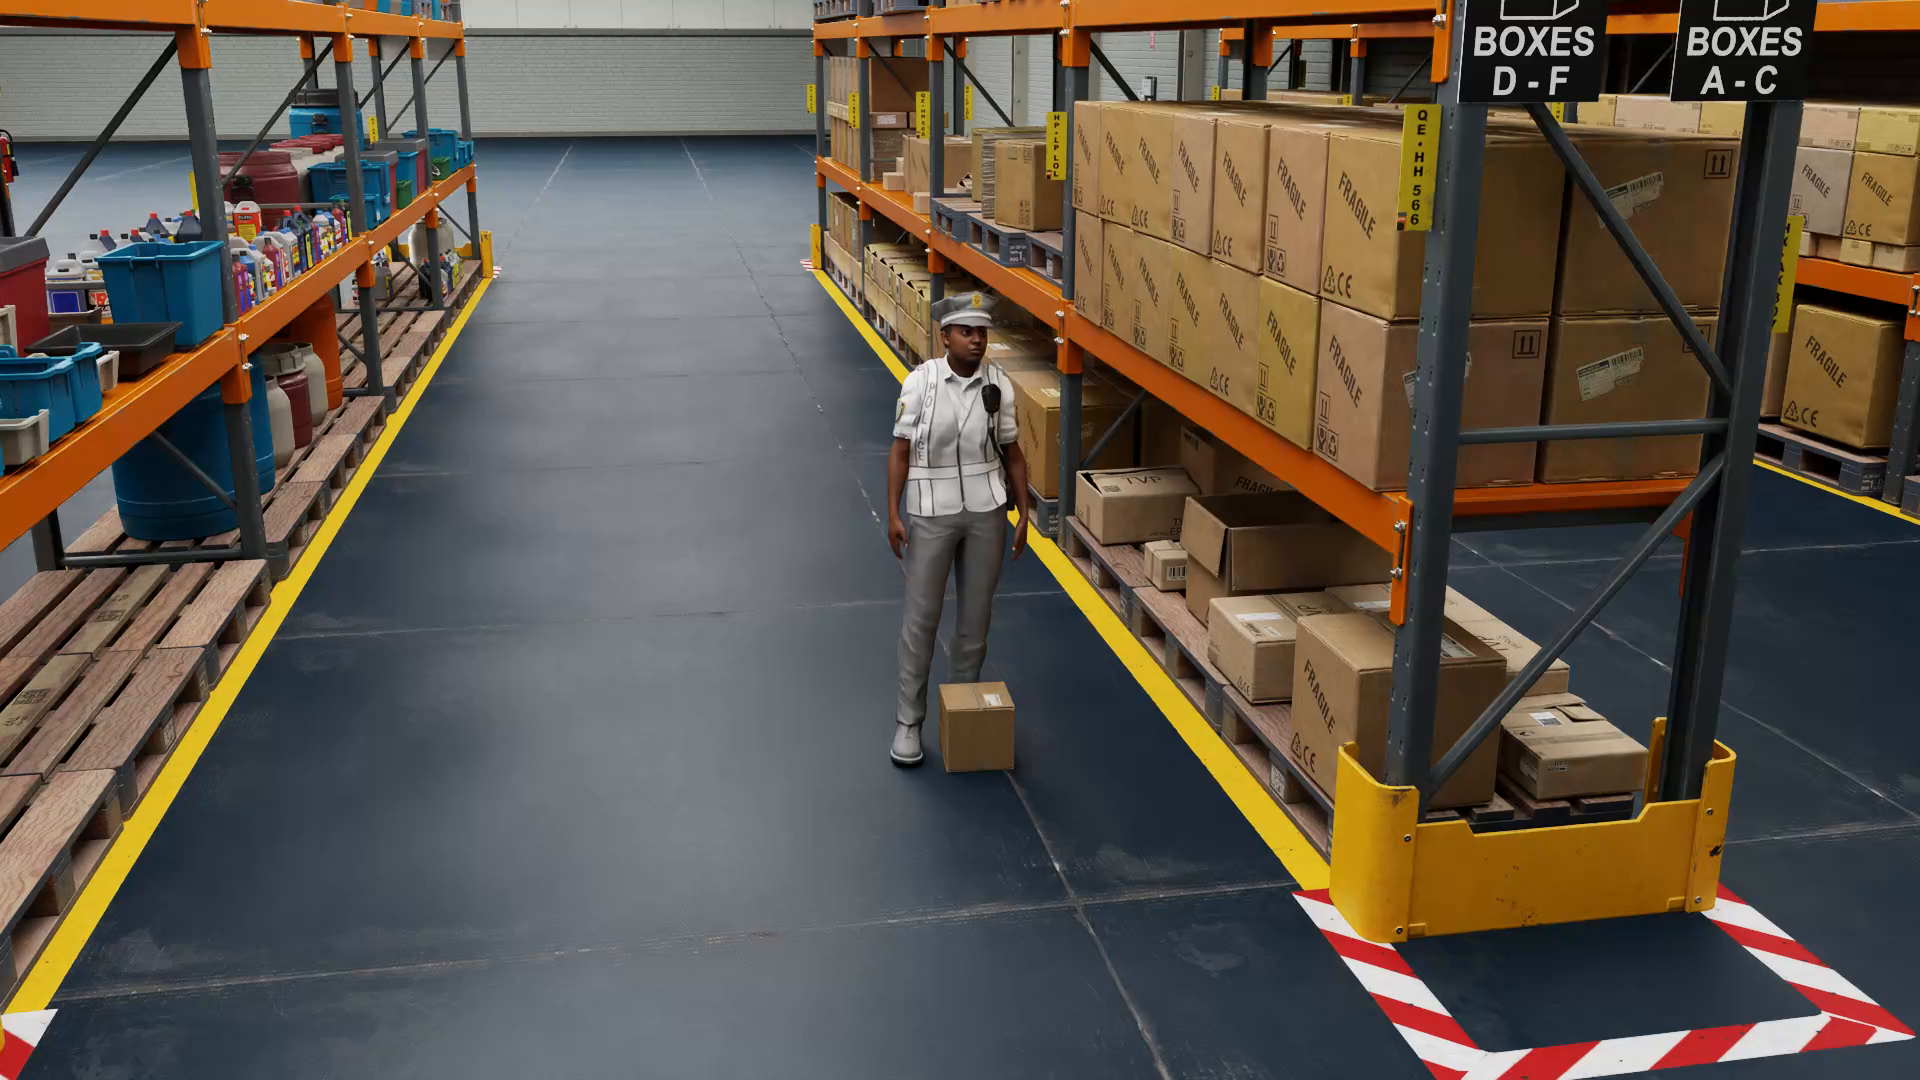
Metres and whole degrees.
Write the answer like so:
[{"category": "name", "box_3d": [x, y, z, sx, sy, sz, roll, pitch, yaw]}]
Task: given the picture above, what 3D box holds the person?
[{"category": "person", "box_3d": [-0.010, -0.063, 6.157, 0.570, 1.698, 0.527, -3, 17, -10]}]
